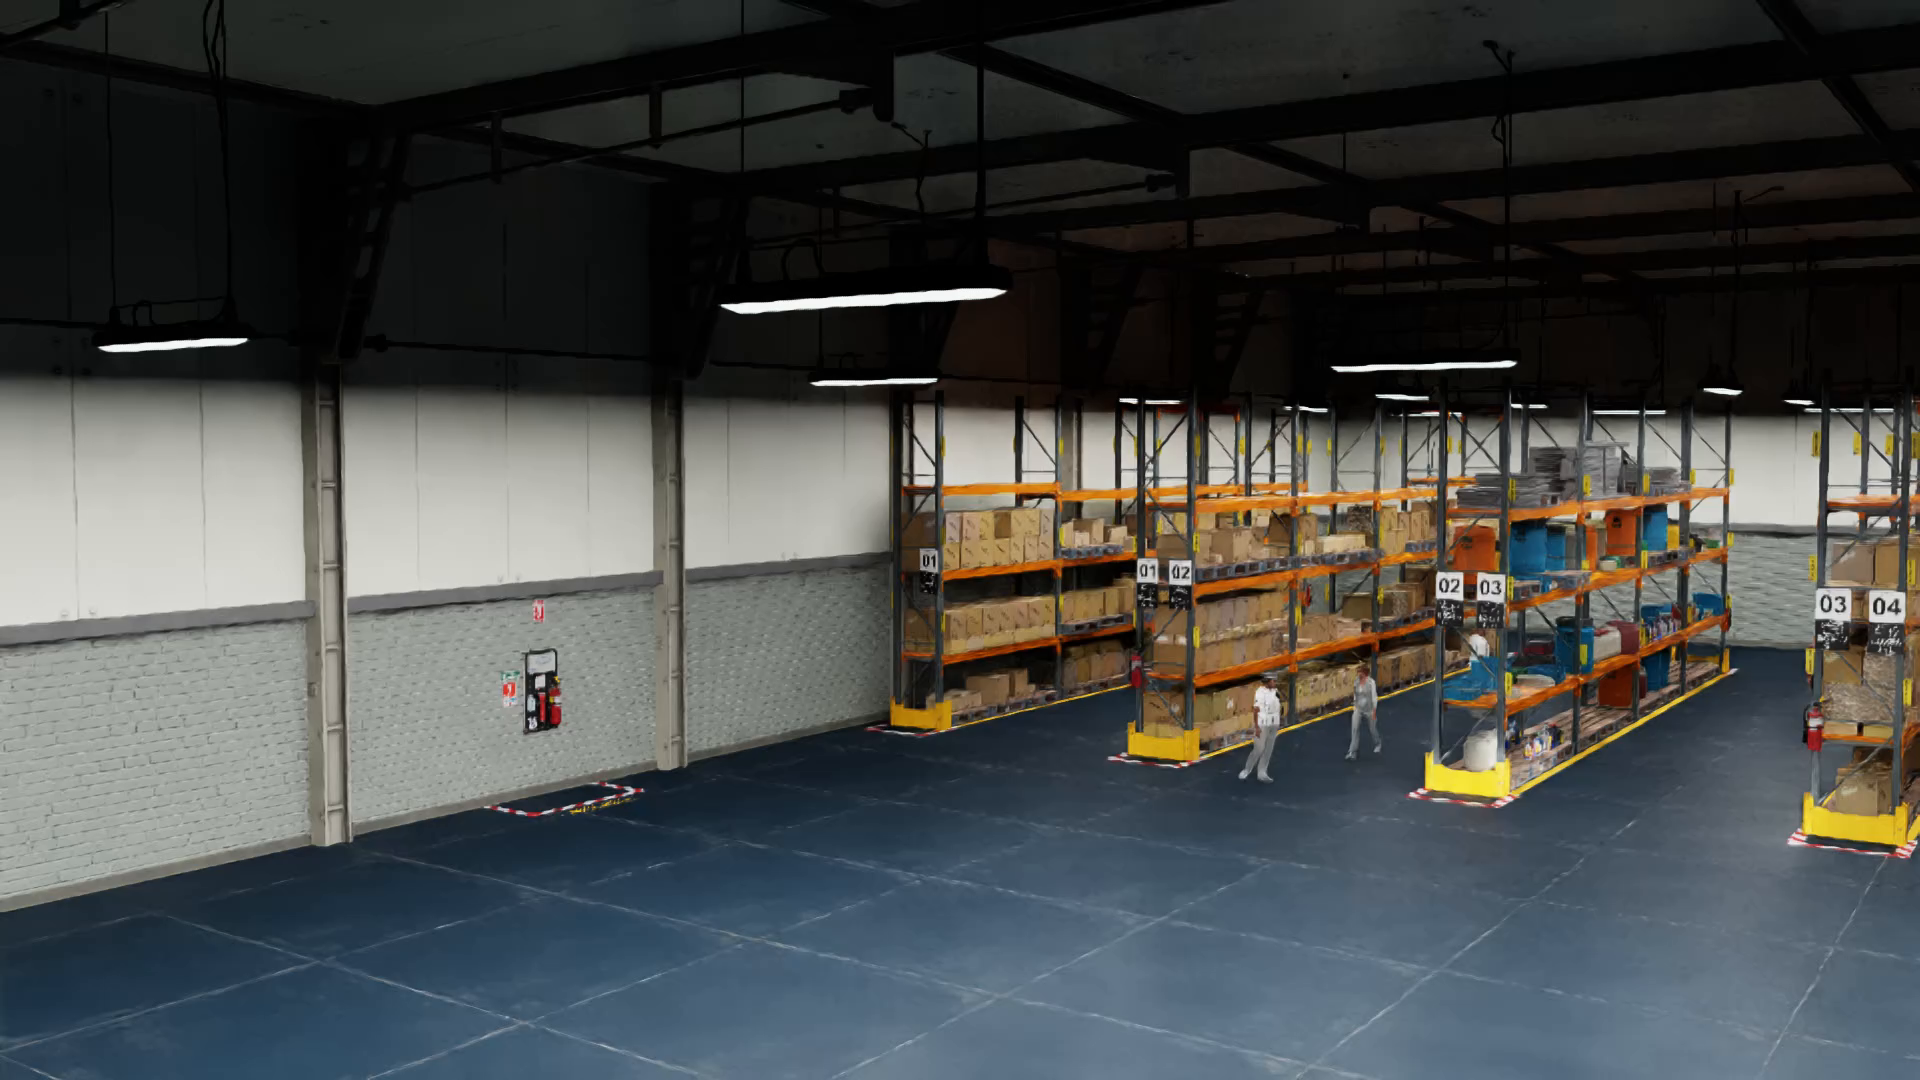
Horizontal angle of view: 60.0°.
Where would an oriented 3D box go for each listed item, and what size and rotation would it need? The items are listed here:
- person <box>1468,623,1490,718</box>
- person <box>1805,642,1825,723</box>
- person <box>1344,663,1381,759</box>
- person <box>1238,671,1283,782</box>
[{"bbox_3d":[9.661,2.367,30.772,0.462,1.772,0.649,0,3,5],"label":"person"},{"bbox_3d":[15.638,2.437,30.149,0.598,1.698,1.193,2,4,37],"label":"person"},{"bbox_3d":[6.513,2.730,26.687,0.417,1.525,1.034,2,4,34],"label":"person"},{"bbox_3d":[4.477,2.771,24.753,0.631,1.655,0.462,-2,4,-29],"label":"person"}]
